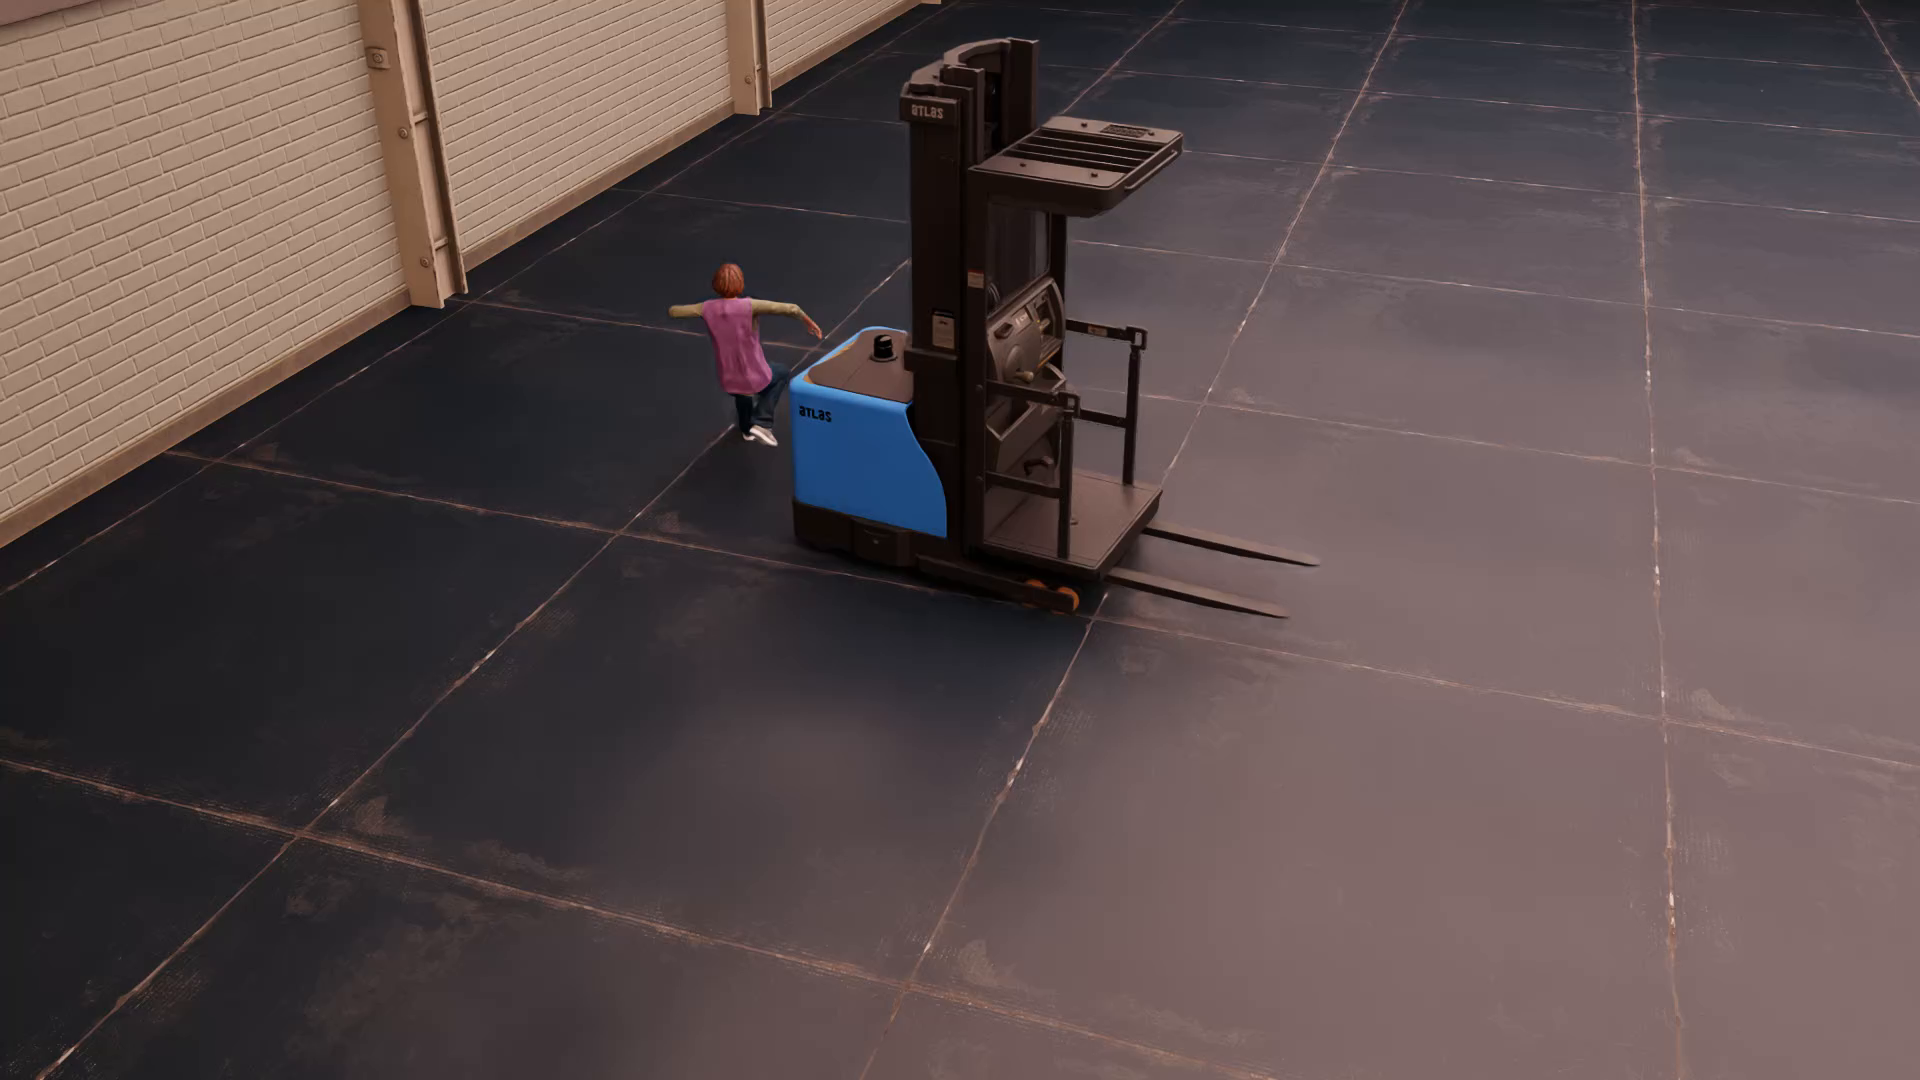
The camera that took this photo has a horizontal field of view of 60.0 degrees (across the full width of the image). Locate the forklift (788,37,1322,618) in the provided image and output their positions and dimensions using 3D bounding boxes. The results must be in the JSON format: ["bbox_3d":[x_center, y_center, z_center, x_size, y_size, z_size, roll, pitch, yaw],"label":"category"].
[{"bbox_3d":[0.551,-1.142,9.140,3.031,2.935,1.130,14,32,23],"label":"forklift"}]

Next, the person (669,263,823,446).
[{"bbox_3d":[-1.356,-1.205,10.790,0.998,1.393,0.757,6,30,11],"label":"person"}]
